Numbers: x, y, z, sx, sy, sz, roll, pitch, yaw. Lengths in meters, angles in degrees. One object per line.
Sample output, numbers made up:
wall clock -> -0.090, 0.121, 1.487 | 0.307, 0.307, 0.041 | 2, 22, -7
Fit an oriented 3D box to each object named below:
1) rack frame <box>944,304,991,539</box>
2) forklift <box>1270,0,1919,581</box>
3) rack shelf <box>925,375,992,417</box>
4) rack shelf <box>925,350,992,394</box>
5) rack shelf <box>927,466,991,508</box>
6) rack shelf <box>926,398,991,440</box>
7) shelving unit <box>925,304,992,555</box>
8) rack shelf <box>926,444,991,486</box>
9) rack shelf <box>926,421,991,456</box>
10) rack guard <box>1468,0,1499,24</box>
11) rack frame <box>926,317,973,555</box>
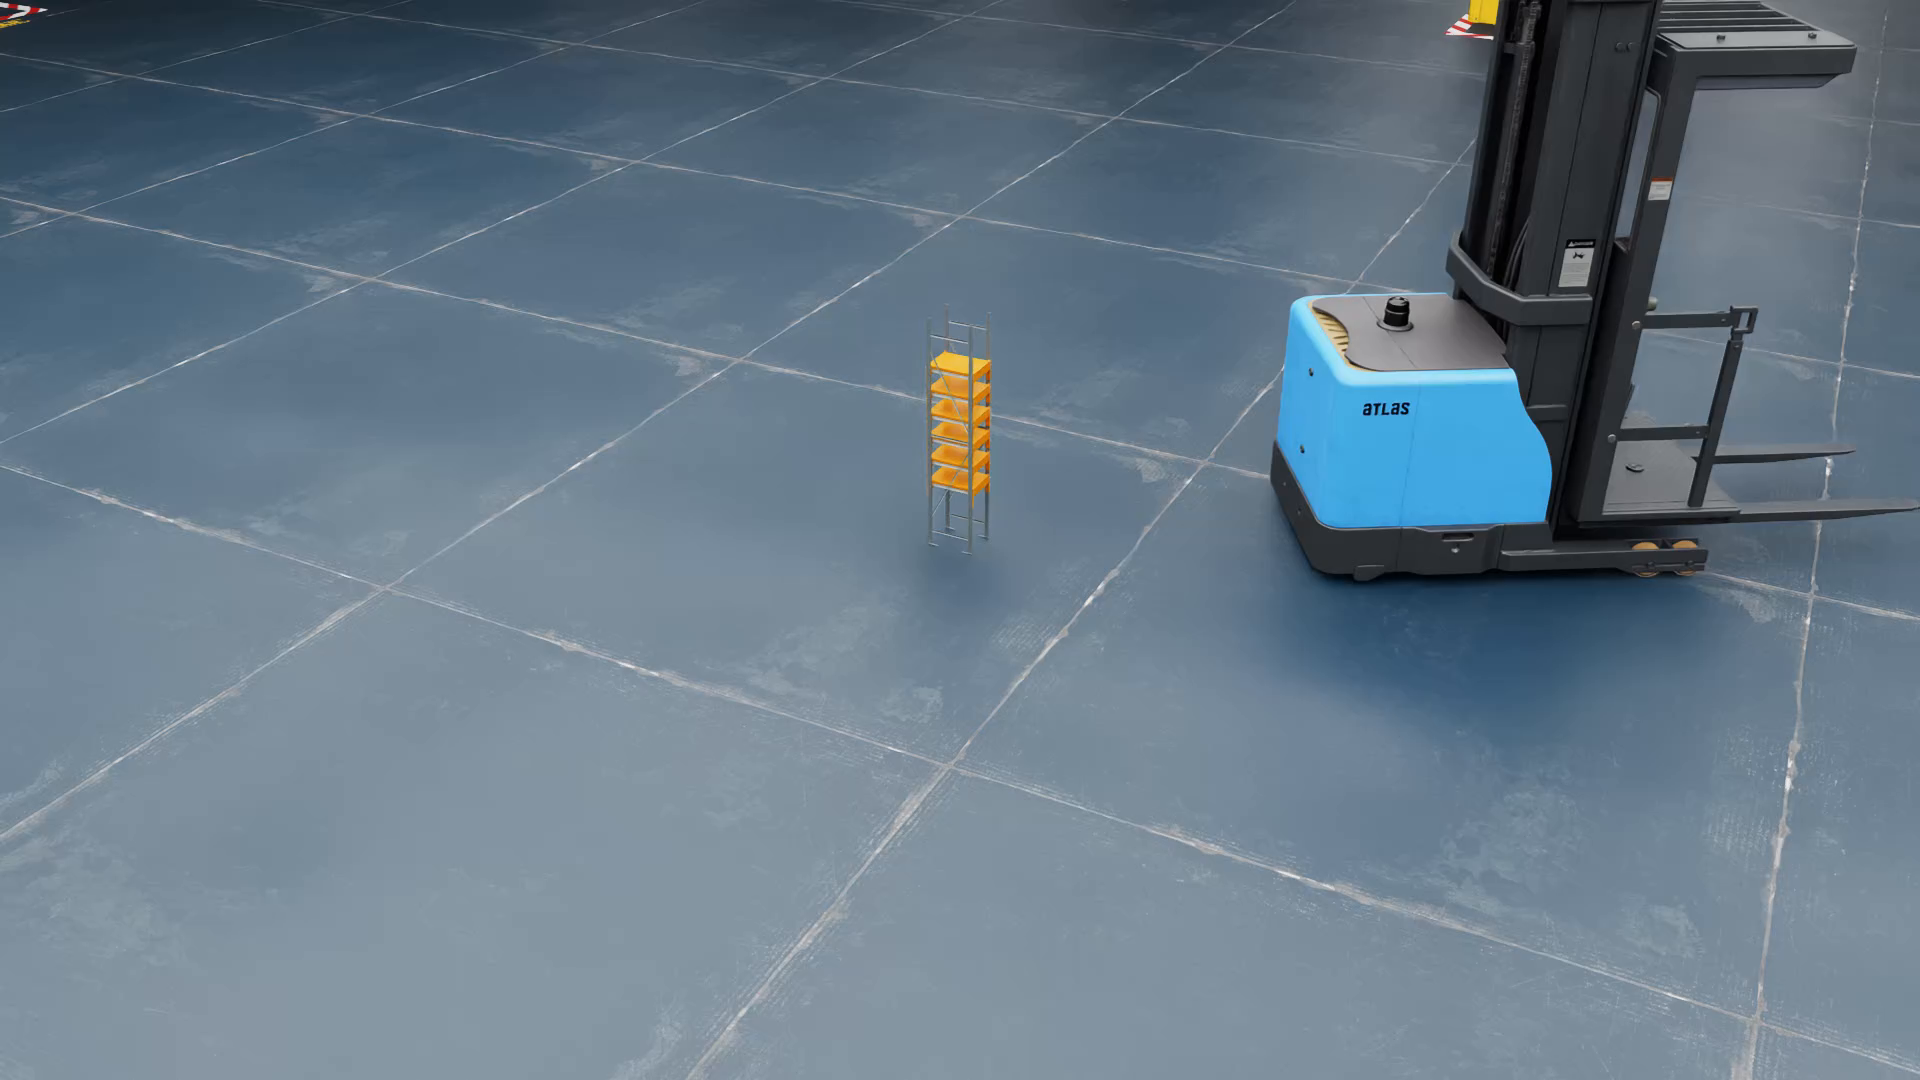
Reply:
rack frame -> 0.035, -0.554, 8.011 | 0.240, 1.200, 0.006 | 14, 33, 23
forklift -> 3.151, -1.355, 7.666 | 3.031, 2.935, 1.130 | -2, 30, -3
rack shelf -> -0.007, -0.683, 7.843 | 0.258, 0.103, 0.180 | 14, 33, 23
rack shelf -> -0.007, -0.788, 7.783 | 0.258, 0.103, 0.180 | 14, 33, 23
rack shelf -> -0.007, -0.267, 8.082 | 0.258, 0.103, 0.180 | 14, 33, 23
rack shelf -> -0.007, -0.579, 7.902 | 0.258, 0.103, 0.180 | 14, 33, 23
shelving unit -> -0.007, -0.514, 7.940 | 0.258, 1.200, 0.189 | 14, 33, 23
rack shelf -> -0.007, -0.371, 8.022 | 0.258, 0.103, 0.180 | 14, 33, 23
rack shelf -> -0.007, -0.475, 7.962 | 0.258, 0.103, 0.180 | 14, 33, 23
rack guard -> 6.096, -5.786, 17.824 | 1.175, 0.500, 0.348 | 14, 33, 23
rack frame -> -0.048, -0.473, 7.869 | 0.240, 1.200, 0.006 | 14, 33, 23
